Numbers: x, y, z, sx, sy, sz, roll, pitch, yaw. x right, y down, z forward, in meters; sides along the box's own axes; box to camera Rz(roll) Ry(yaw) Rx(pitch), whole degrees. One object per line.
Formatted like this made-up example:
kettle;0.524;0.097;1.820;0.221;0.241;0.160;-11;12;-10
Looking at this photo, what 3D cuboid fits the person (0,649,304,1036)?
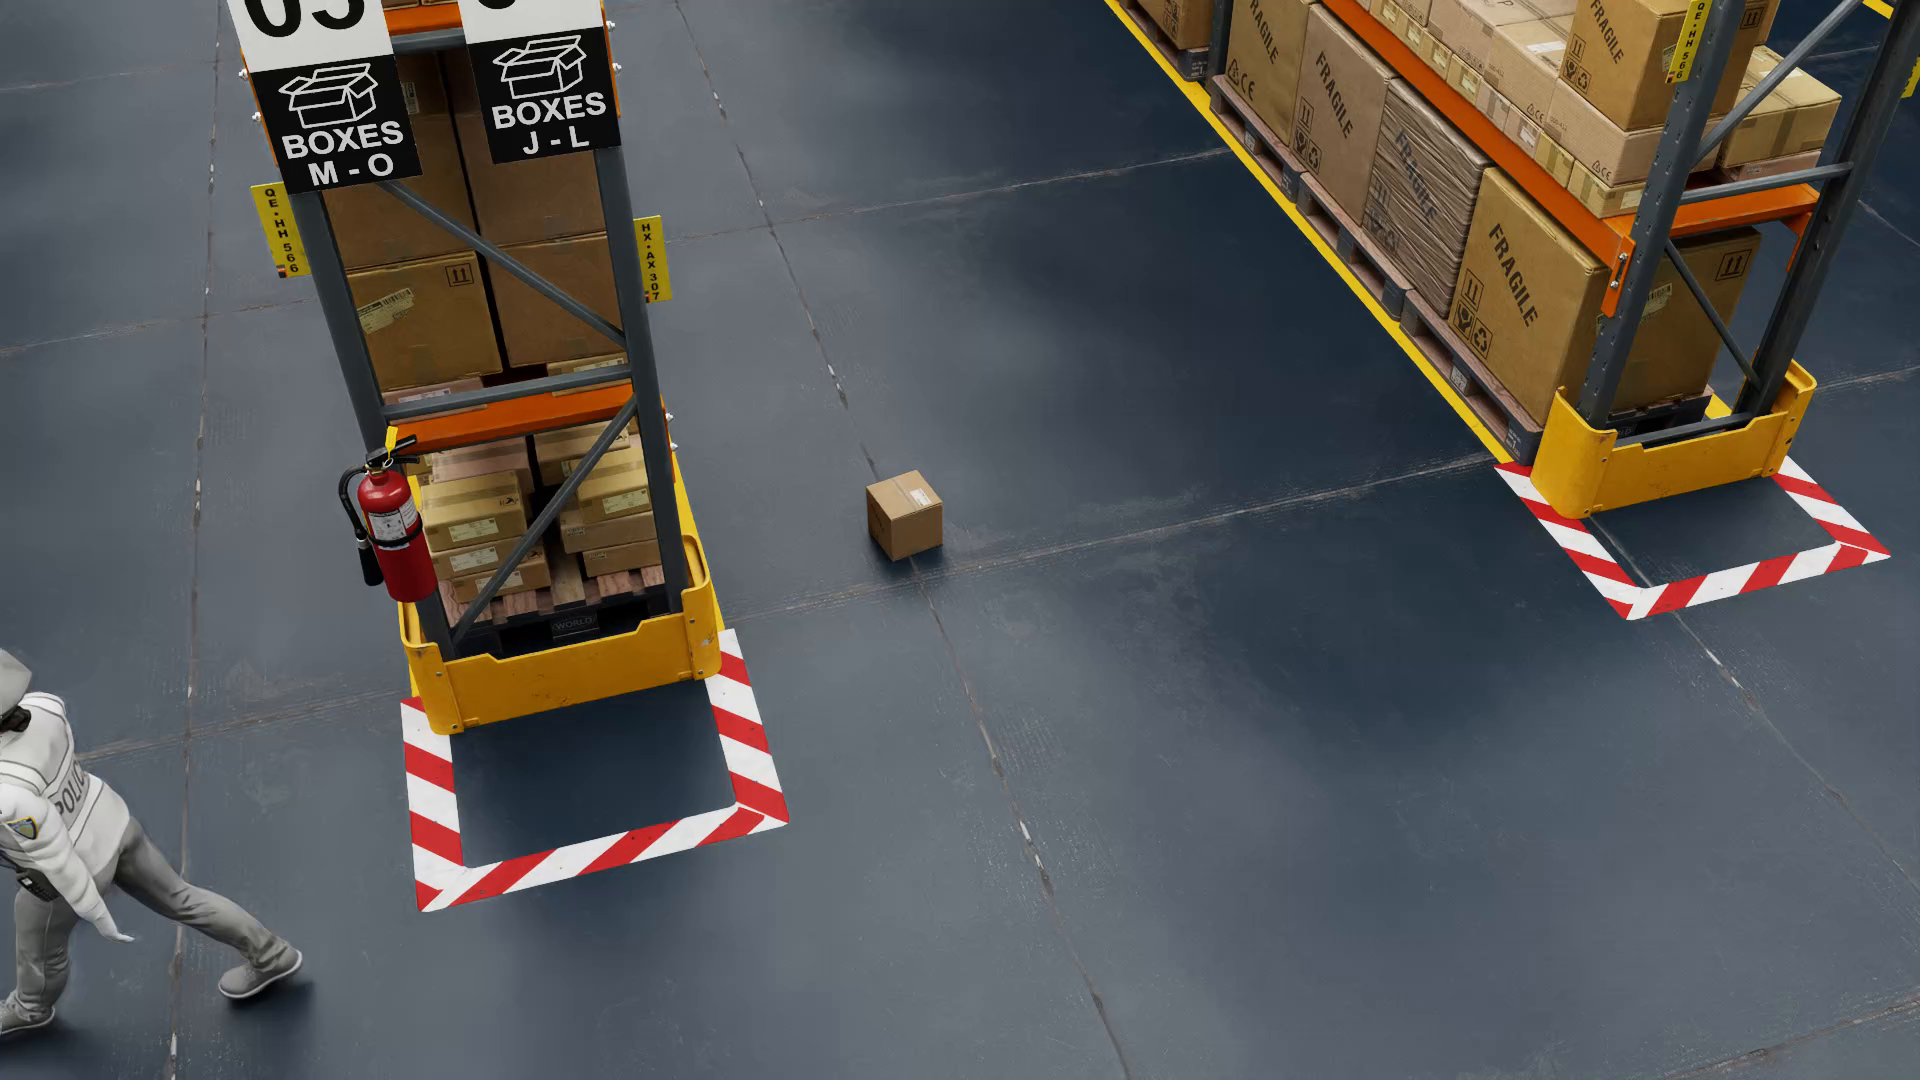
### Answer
person;-2.773;0.938;5.111;1.070;1.609;0.531;0;42;0
